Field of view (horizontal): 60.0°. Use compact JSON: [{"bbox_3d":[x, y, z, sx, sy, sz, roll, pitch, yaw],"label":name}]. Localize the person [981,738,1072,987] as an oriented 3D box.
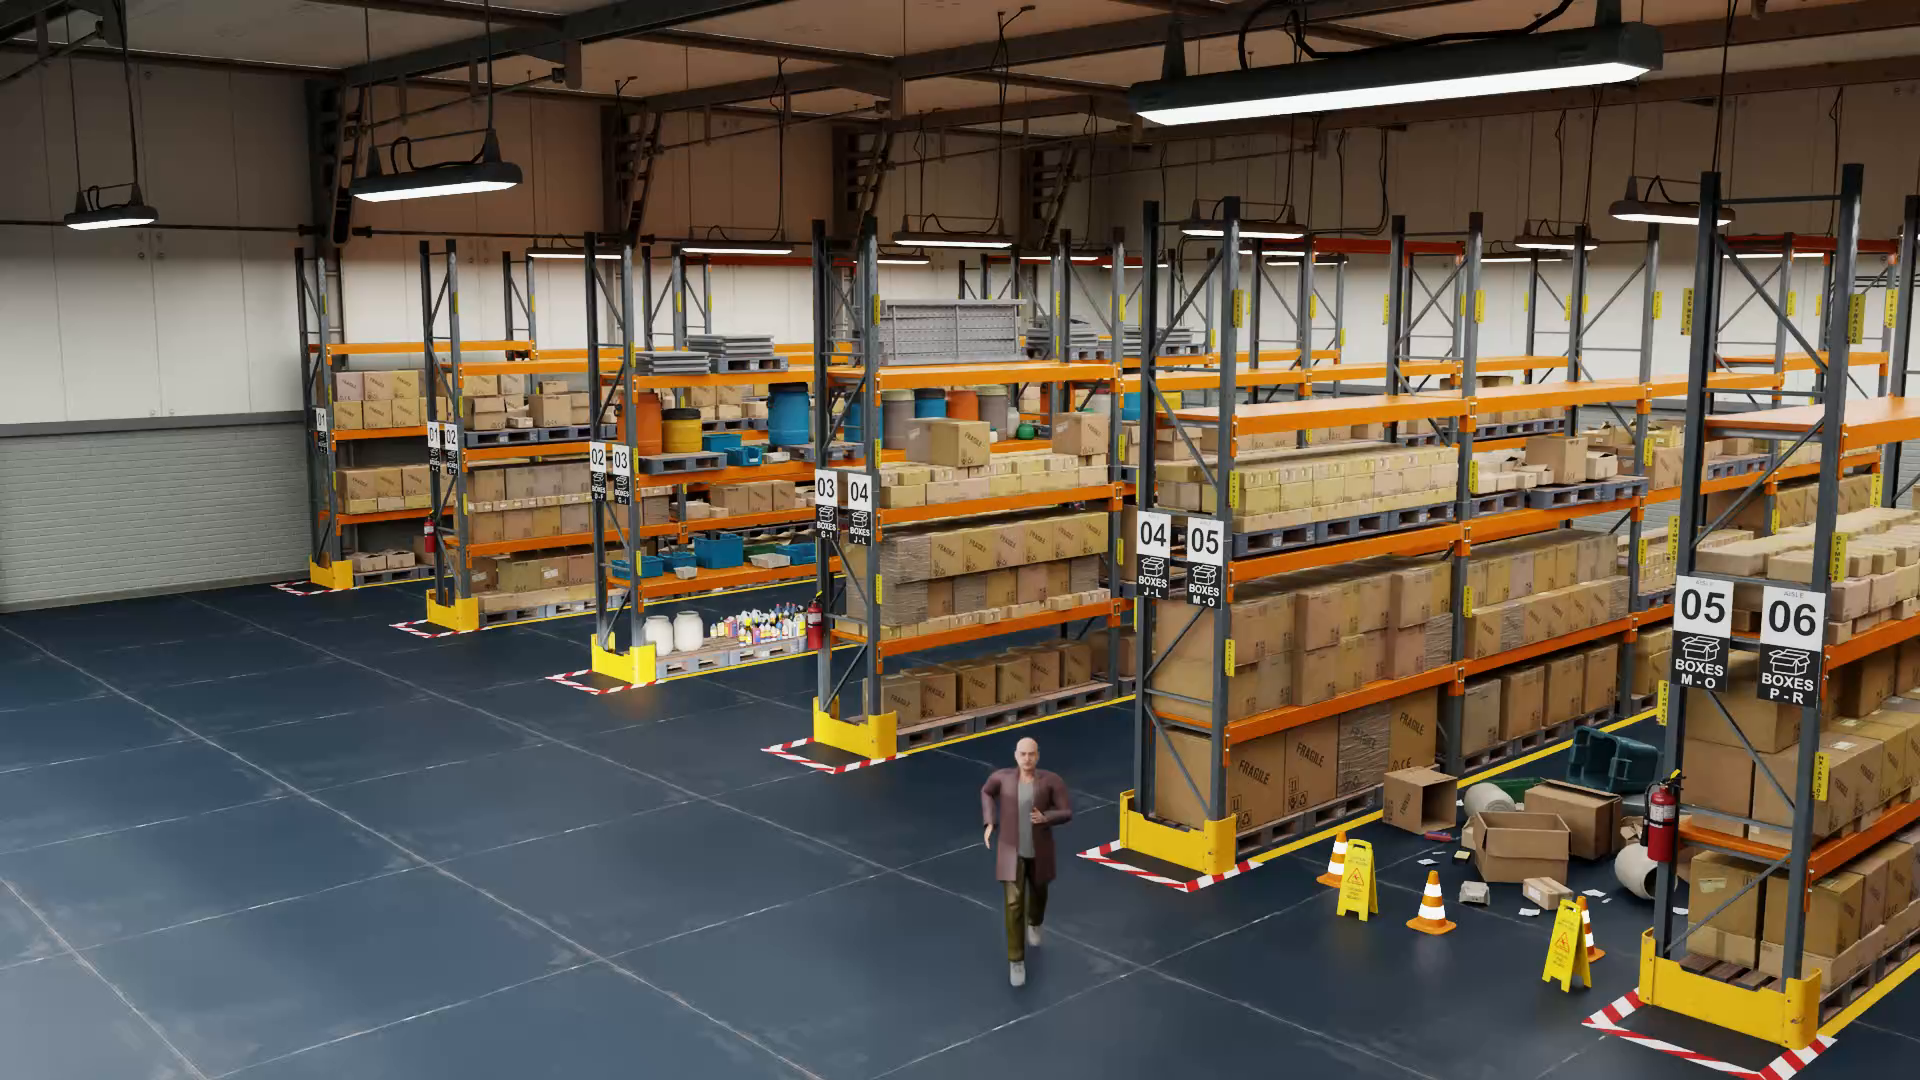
[{"bbox_3d":[0.509,2.395,12.804,0.696,1.779,1.050,0,8,0],"label":"person"}]
